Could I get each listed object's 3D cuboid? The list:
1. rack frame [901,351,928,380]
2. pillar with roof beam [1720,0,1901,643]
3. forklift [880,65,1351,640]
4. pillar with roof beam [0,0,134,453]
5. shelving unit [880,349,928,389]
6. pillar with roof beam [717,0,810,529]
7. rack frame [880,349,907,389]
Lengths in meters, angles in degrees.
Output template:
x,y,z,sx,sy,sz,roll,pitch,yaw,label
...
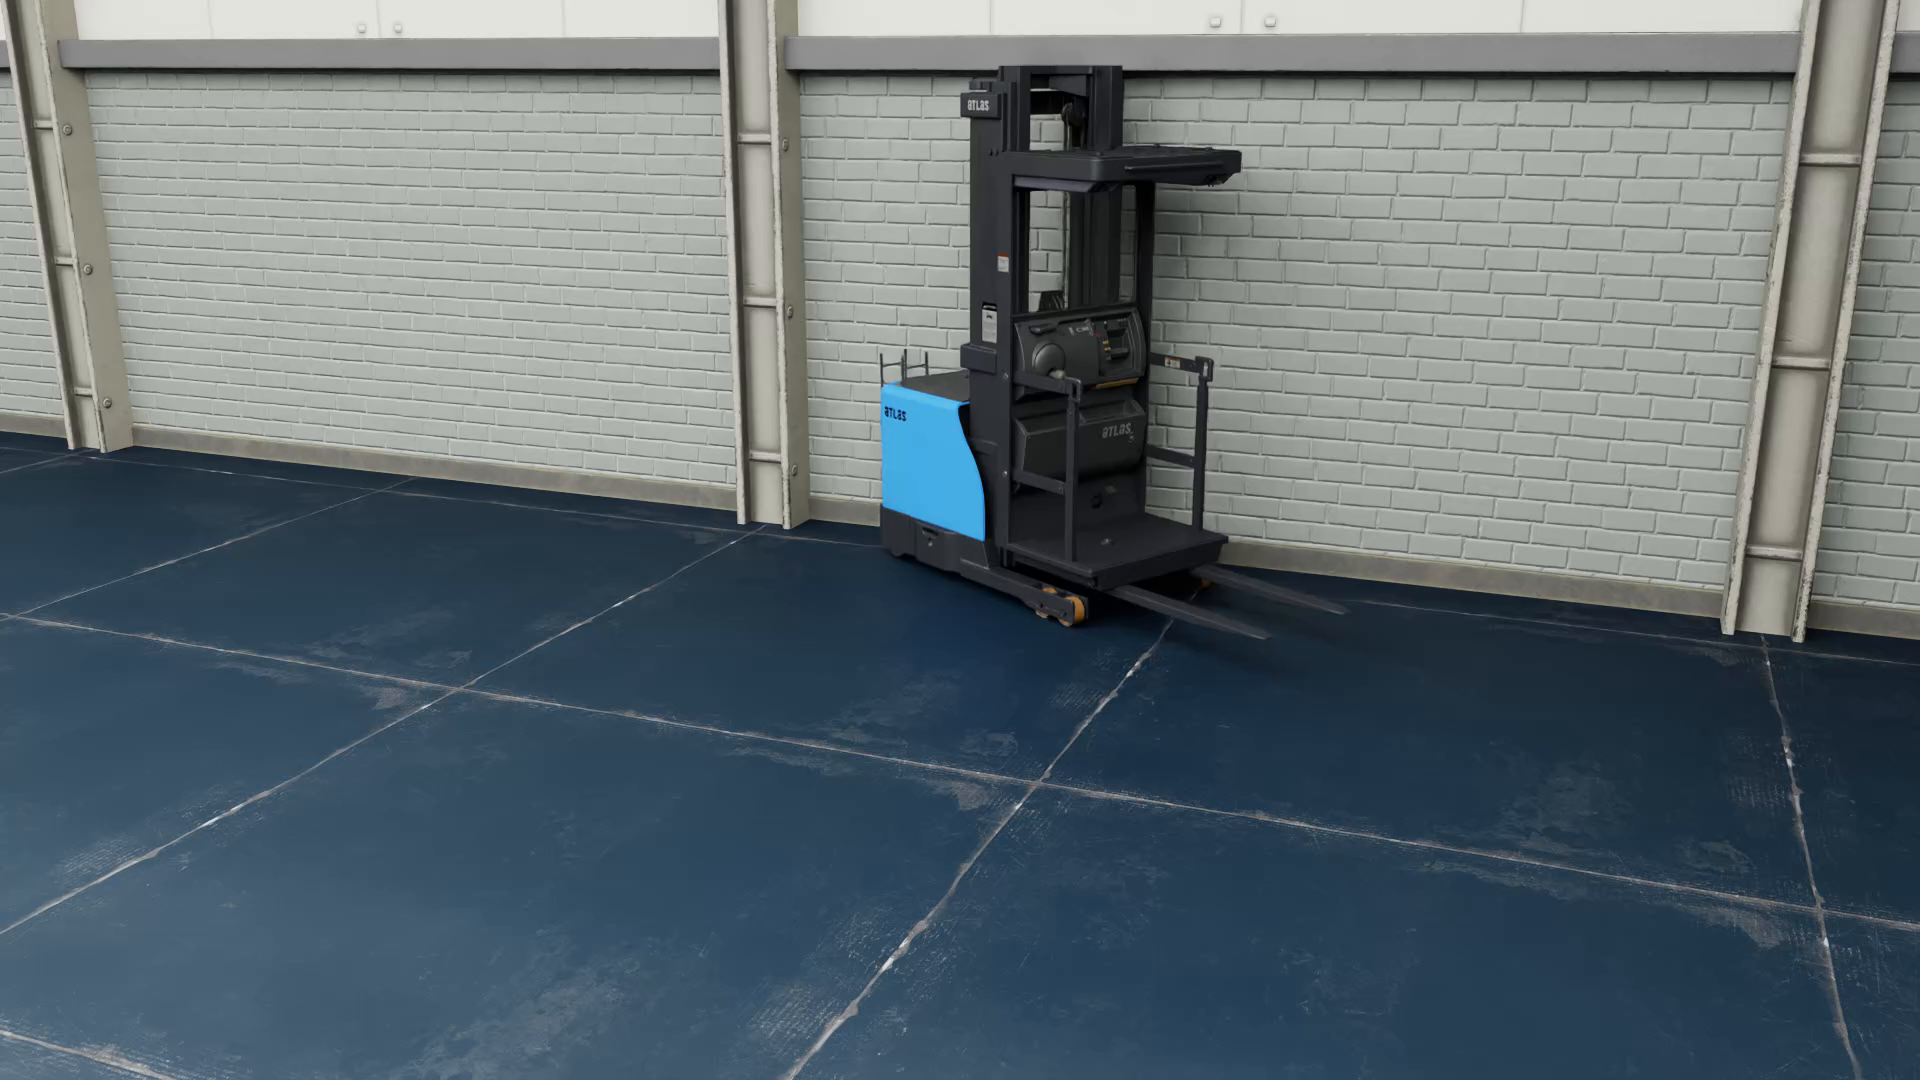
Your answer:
x,y,z,sx,sy,sz,roll,pitch,yaw,label
-0.269,-0.581,10.501,0.006,1.200,0.240,12,20,40,rack frame
2.761,-2.721,3.907,0.400,9.000,9.100,6,17,21,pillar with roof beam
0.815,-1.093,9.181,1.130,2.935,3.031,-13,20,-37,forklift
-8.402,-3.949,8.136,0.400,9.000,9.100,6,17,21,pillar with roof beam
-0.337,-0.595,10.560,0.189,1.200,0.258,12,20,40,shelving unit
-2.821,-3.335,6.022,0.400,9.000,9.100,6,17,21,pillar with roof beam
-0.406,-0.610,10.619,0.006,1.200,0.240,12,20,40,rack frame
